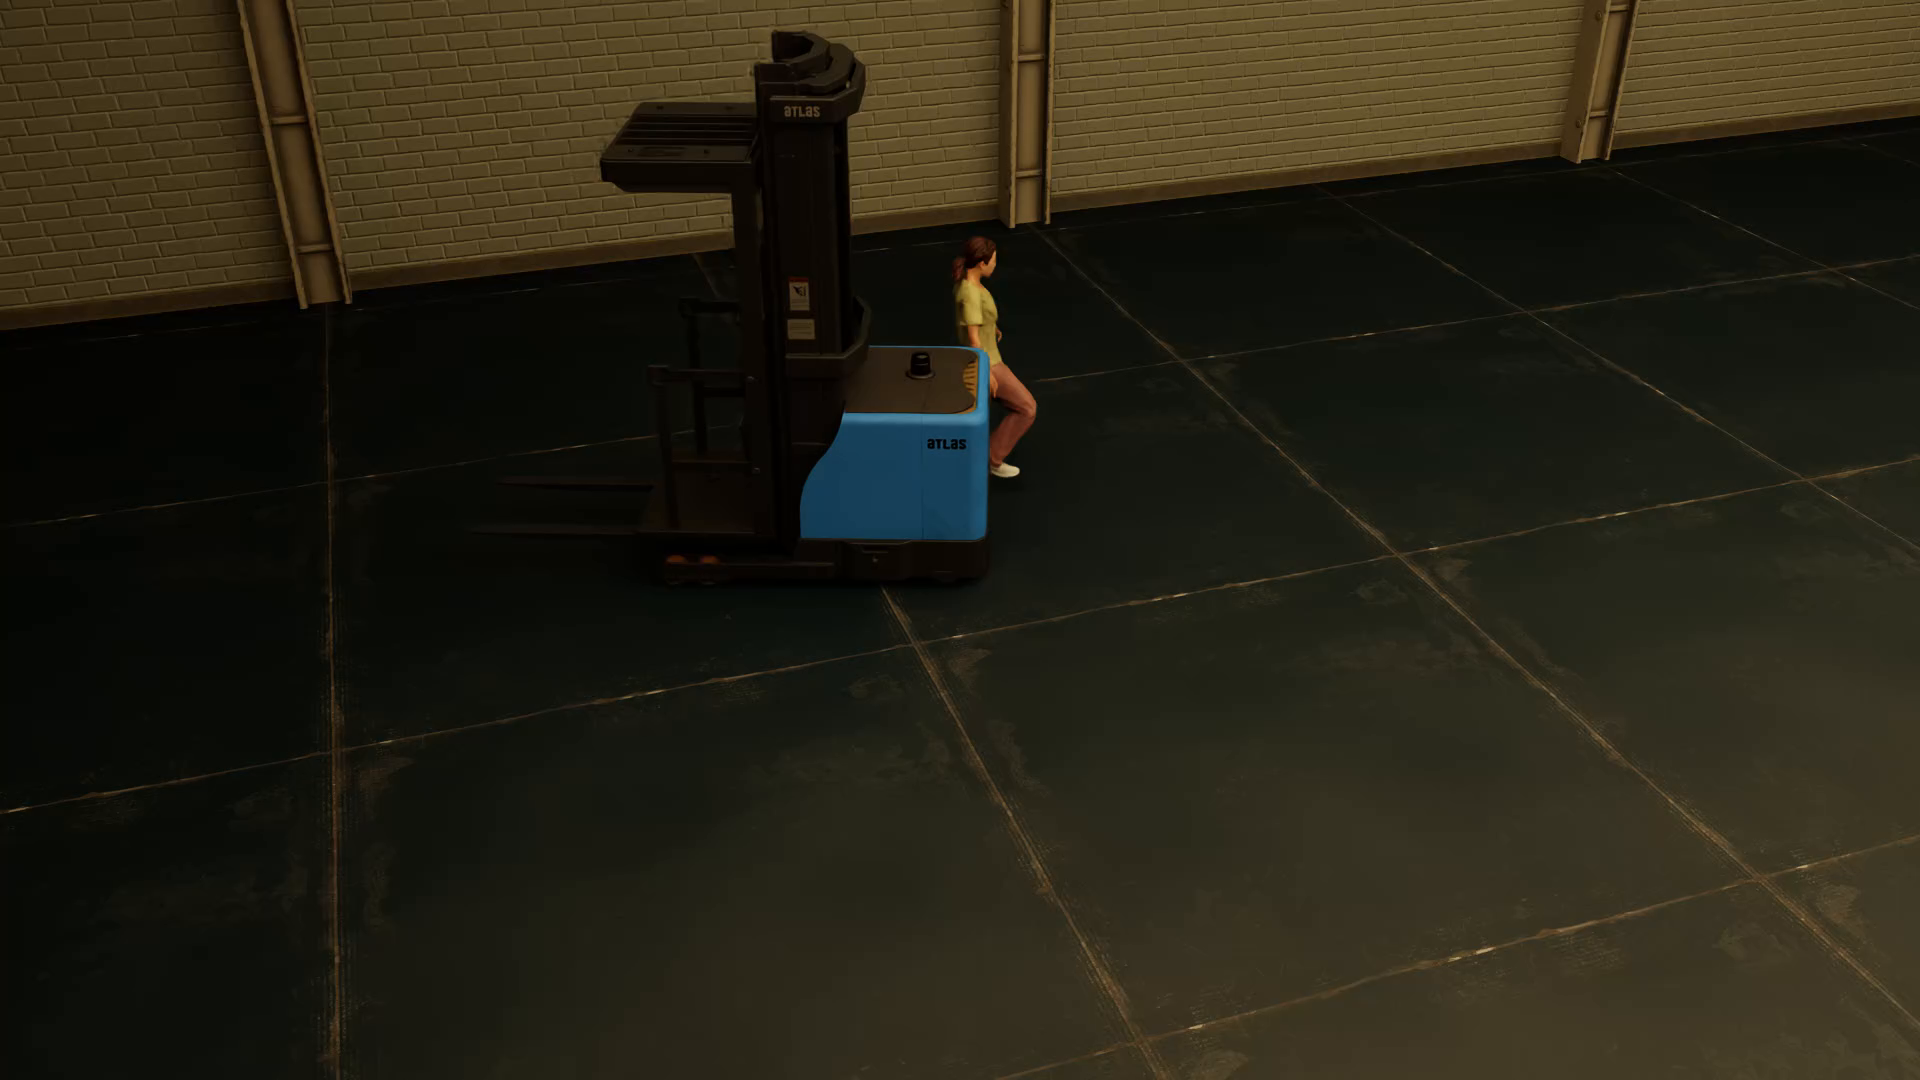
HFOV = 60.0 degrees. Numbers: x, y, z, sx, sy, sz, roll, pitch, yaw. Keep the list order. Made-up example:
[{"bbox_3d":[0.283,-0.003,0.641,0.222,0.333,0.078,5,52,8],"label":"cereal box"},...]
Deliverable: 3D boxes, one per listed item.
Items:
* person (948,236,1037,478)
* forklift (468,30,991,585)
[{"bbox_3d":[0.154,-1.157,10.509,0.607,1.568,0.861,-3,30,-5],"label":"person"},{"bbox_3d":[-1.340,-1.272,9.298,3.031,2.935,1.130,1,30,1],"label":"forklift"}]
